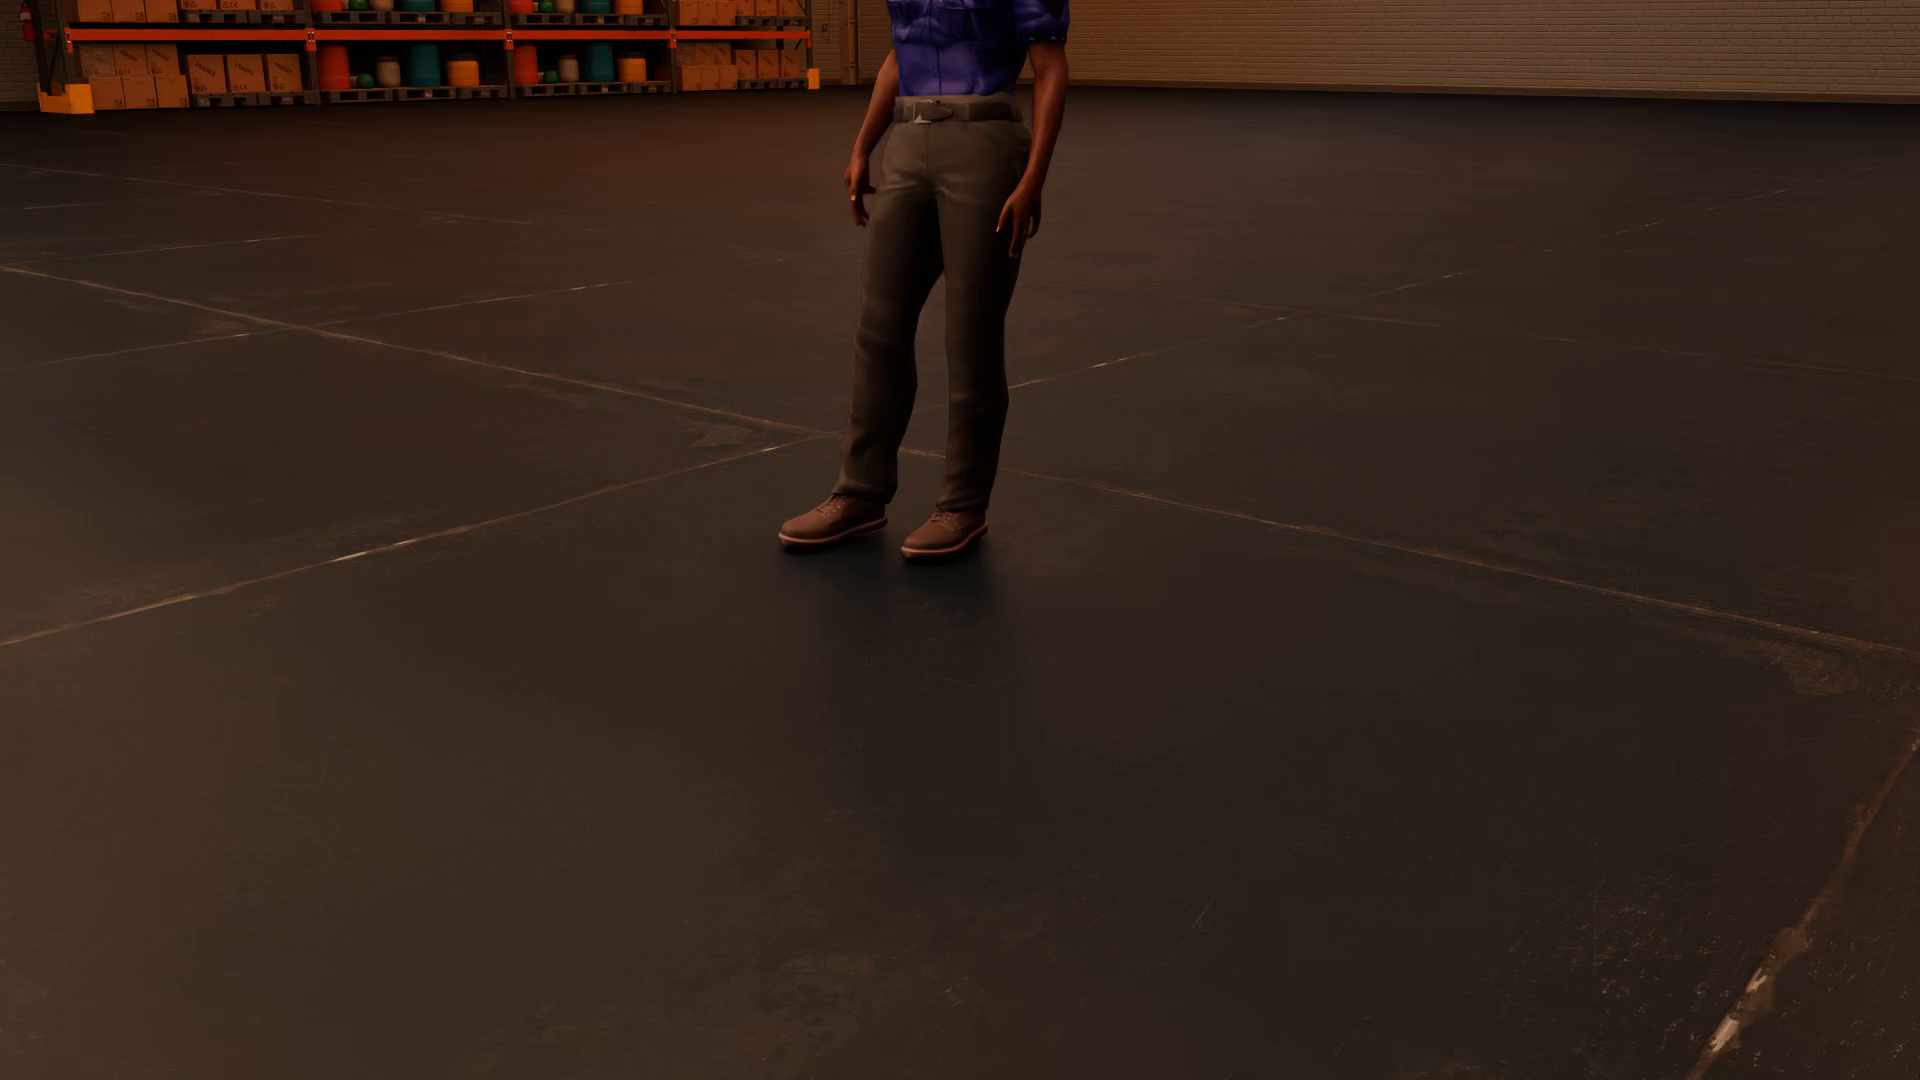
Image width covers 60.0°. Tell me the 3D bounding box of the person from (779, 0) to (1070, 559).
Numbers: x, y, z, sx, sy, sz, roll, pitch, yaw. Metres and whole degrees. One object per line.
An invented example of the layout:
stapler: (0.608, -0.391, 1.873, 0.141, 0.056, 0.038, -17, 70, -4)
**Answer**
person: (-0.071, -0.783, 3.647, 0.569, 1.656, 0.503, 13, 21, 37)
